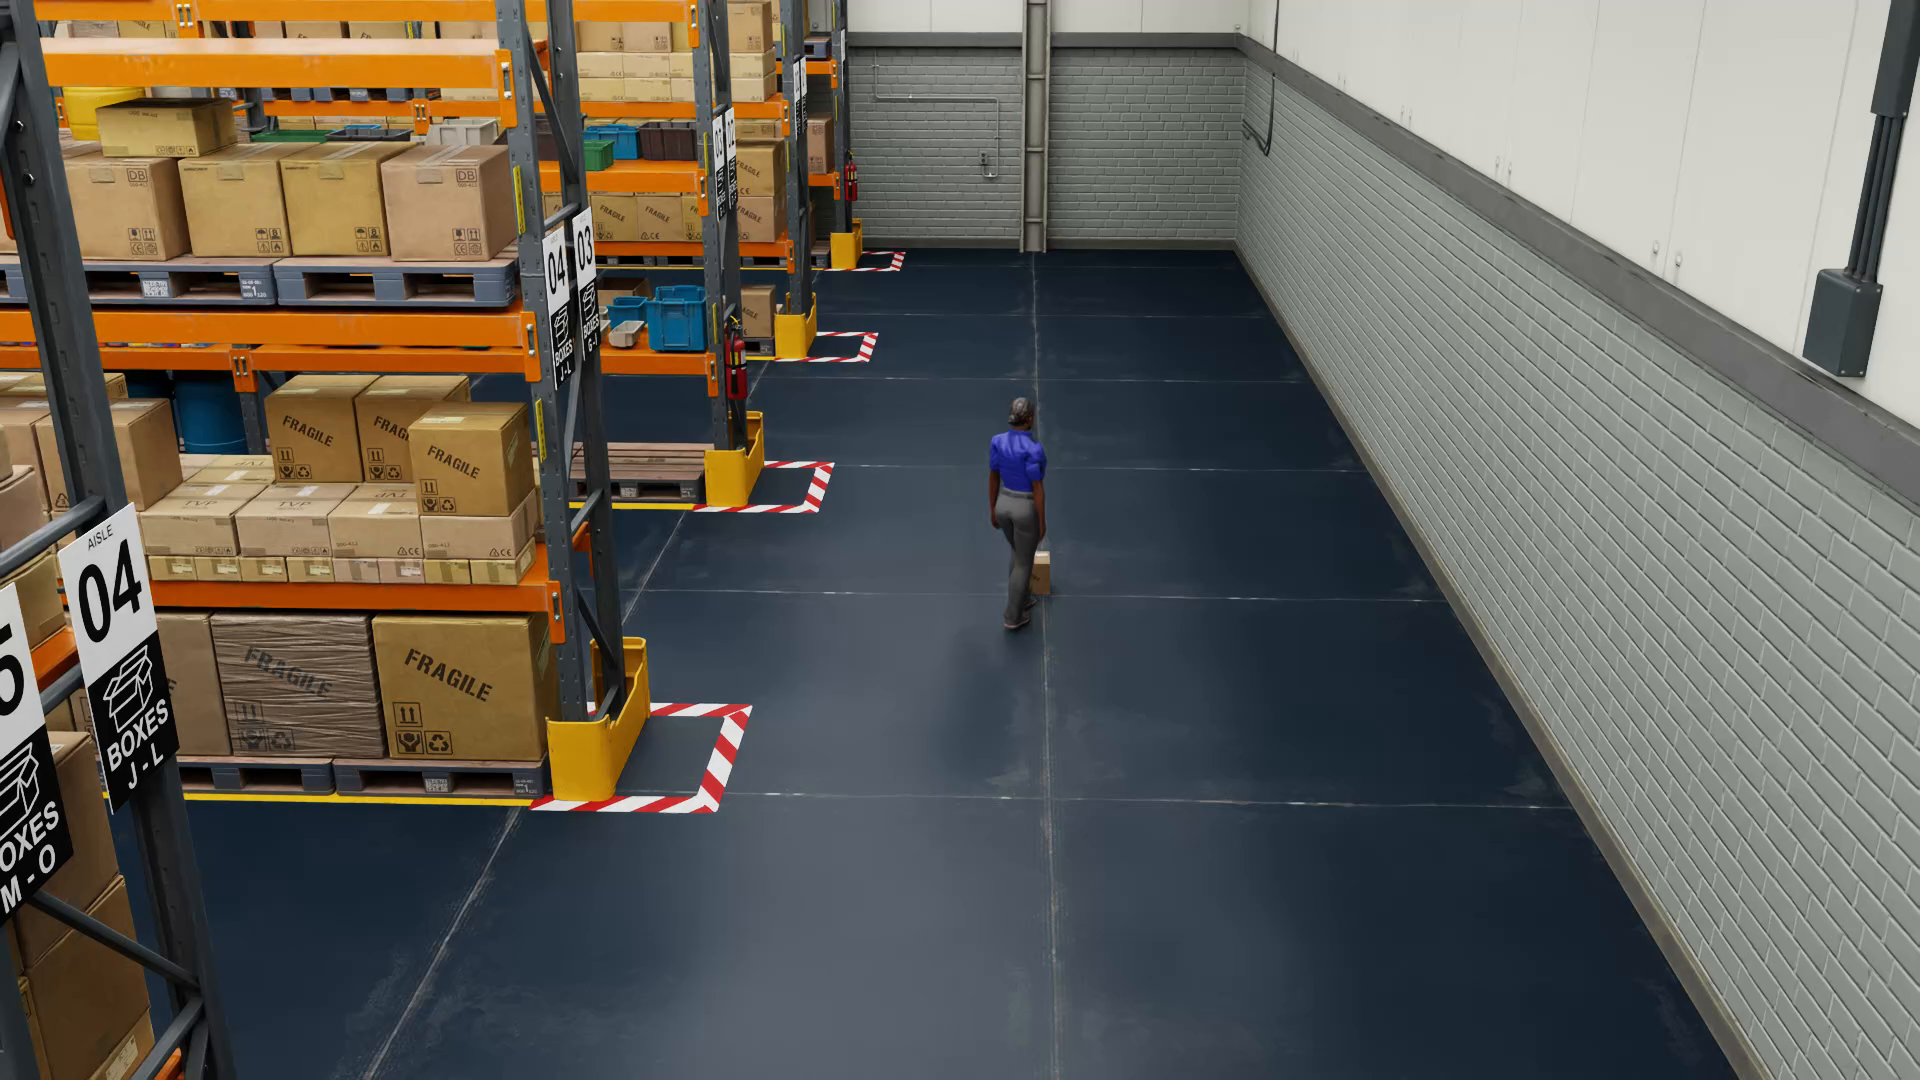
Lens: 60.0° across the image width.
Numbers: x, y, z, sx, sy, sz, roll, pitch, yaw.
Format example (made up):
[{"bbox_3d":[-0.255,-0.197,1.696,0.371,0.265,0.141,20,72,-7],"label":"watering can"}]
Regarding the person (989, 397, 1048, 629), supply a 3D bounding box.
[{"bbox_3d":[0.485,-0.218,11.633,0.454,1.660,0.572,17,26,37],"label":"person"}]
